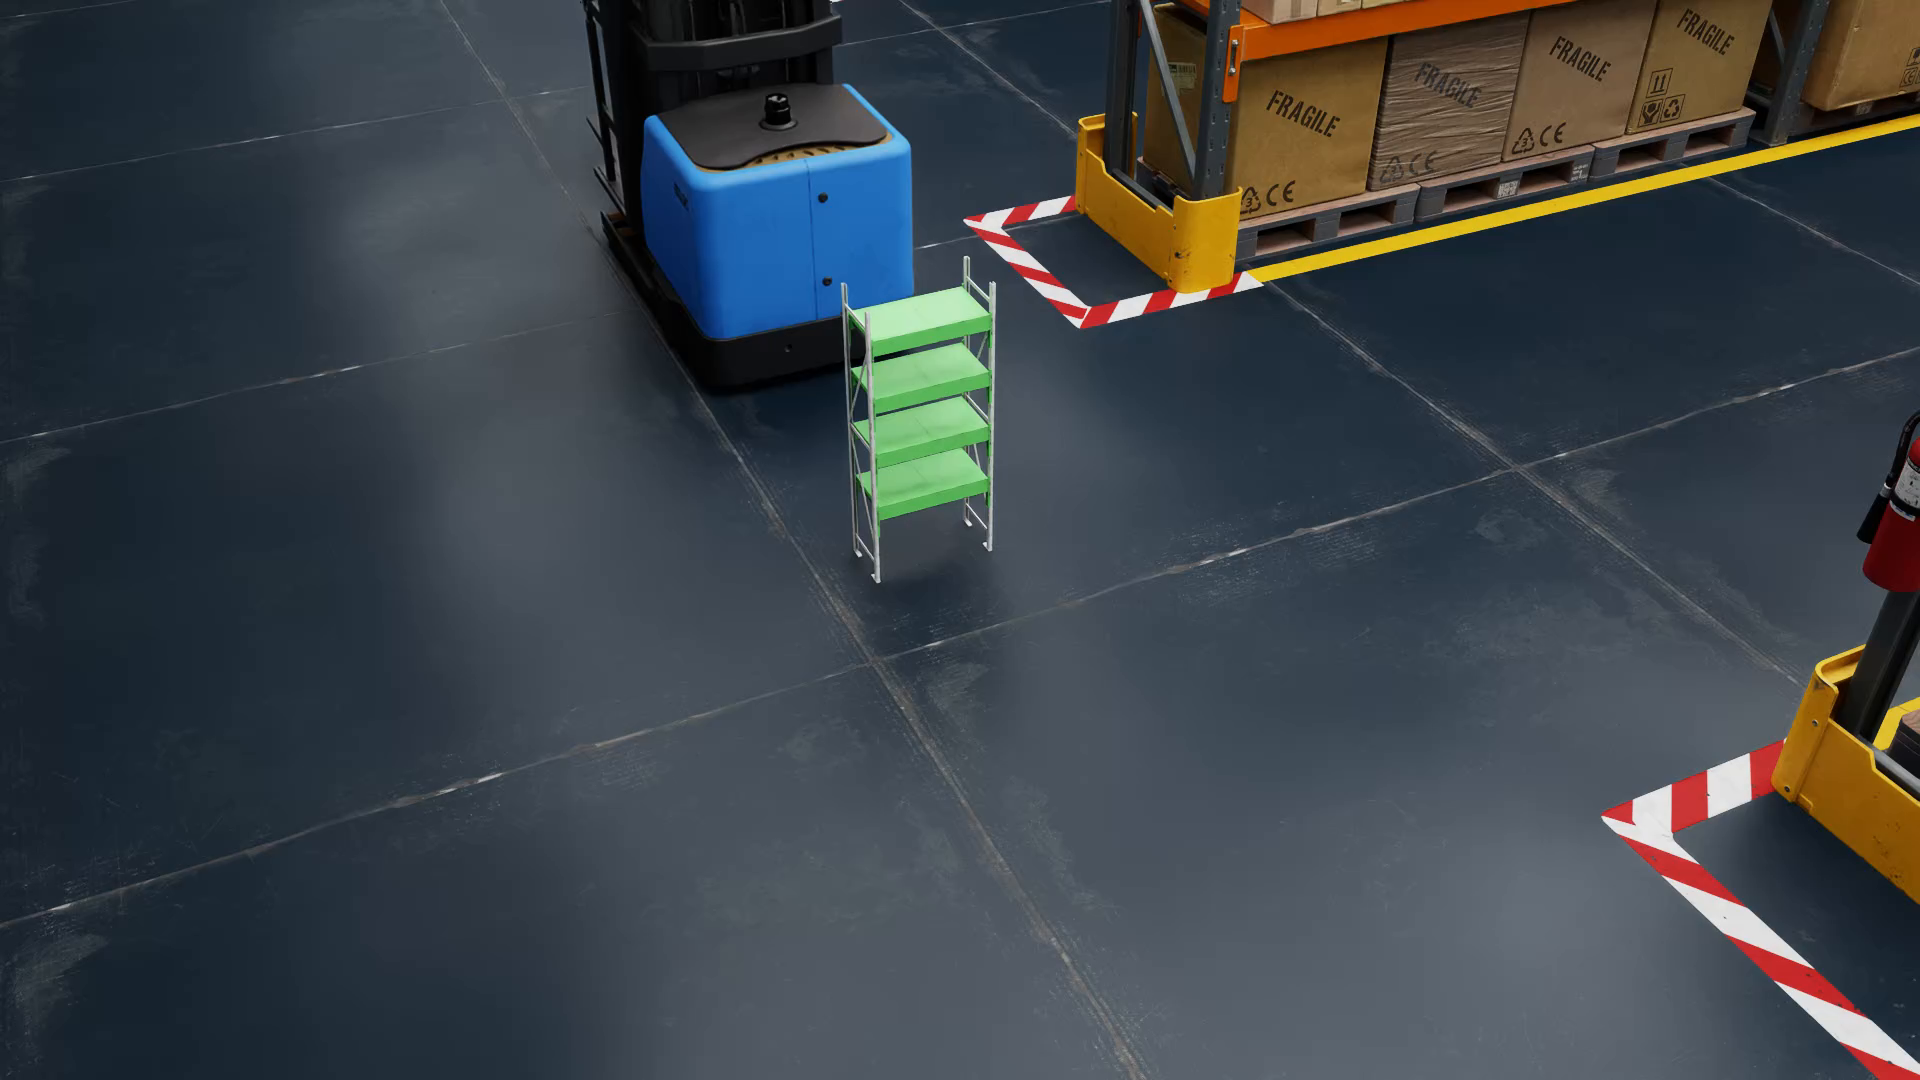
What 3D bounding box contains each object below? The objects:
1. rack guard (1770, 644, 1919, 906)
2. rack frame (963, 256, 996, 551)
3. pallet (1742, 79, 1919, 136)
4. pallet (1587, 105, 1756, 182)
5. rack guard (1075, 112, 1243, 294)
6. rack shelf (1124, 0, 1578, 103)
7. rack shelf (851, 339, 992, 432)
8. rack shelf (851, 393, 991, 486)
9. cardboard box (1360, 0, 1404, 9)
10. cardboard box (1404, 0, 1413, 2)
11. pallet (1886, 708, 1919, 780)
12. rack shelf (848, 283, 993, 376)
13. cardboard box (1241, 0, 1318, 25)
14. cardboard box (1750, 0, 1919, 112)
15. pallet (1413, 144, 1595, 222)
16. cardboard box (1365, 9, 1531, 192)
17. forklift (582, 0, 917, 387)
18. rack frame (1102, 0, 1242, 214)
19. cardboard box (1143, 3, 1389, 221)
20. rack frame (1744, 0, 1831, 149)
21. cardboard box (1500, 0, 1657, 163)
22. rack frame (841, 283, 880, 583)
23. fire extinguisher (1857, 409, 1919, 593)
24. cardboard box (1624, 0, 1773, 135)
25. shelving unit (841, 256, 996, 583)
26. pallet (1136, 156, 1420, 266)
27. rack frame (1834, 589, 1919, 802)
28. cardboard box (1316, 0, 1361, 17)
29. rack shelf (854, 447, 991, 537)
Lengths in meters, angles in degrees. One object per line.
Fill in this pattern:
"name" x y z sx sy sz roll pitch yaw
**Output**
"rack guard" 3.131 0.883 5.140 0.348 0.500 1.175 -16 39 -20
"rack frame" 0.071 -0.502 6.419 0.015 1.200 0.240 -16 39 -20
"pallet" 5.330 -2.934 10.528 1.213 0.211 1.003 -16 39 -20
"pallet" 3.942 -2.547 10.007 1.213 0.211 1.003 -16 39 -20
"rack guard" 1.021 -1.795 8.751 0.348 0.500 1.175 -16 39 -20
"rack shelf" 2.853 -3.022 8.911 4.000 0.370 1.077 -16 39 -20
"rack shelf" -0.150 -0.581 6.231 0.480 0.148 0.258 -16 39 -20
"rack shelf" -0.150 -0.389 6.374 0.480 0.148 0.258 -16 39 -20
"cardboard box" 1.968 -2.747 8.146 0.250 0.149 0.380 -17 40 -21
"cardboard box" 2.203 -2.813 8.236 0.250 0.149 0.380 -16 40 -21
"pallet" 3.910 0.798 5.497 1.213 0.211 1.003 -16 39 -20
"rack shelf" -0.150 -0.774 6.088 0.480 0.148 0.258 -16 39 -20
"cardboard box" 1.504 -2.616 7.970 0.250 0.149 0.380 -15 39 -19
"cardboard box" 5.235 -3.306 10.120 0.875 0.875 1.225 -15 39 -20
"pallet" 2.836 -2.236 9.588 1.213 0.211 1.003 -16 39 -20
"cardboard box" 2.412 -2.556 9.109 0.875 0.875 0.875 -16 39 -20
"forklift" -1.260 -2.748 7.995 1.130 2.935 3.031 -15 39 -19
"rack frame" 1.043 -2.805 8.014 0.127 3.000 1.000 -16 39 -20
"cardboard box" 1.588 -2.326 8.798 0.875 0.875 0.875 -16 39 -20
"rack frame" 4.664 -3.818 9.379 0.127 3.000 1.000 -16 39 -20
"cardboard box" 3.217 -2.781 9.413 0.875 0.875 0.875 -16 39 -20
"rack frame" -0.371 -0.378 6.253 0.015 1.200 0.240 -16 39 -20
"fire extinguisher" 2.818 -0.160 4.826 0.183 0.674 0.296 -16 39 -20
"cardboard box" 4.032 -3.009 9.720 0.875 0.875 0.875 -16 39 -20
"shelving unit" -0.150 -0.440 6.336 0.503 1.200 0.258 -16 39 -20
"pallet" 1.733 -1.930 9.175 1.213 0.211 1.003 -16 39 -20
"rack frame" 3.147 -0.134 4.413 0.127 3.000 1.000 -16 39 -20
"cardboard box" 1.736 -2.682 8.059 0.250 0.149 0.380 -16 40 -21
"rack shelf" -0.150 -0.196 6.517 0.480 0.148 0.258 -16 39 -20
